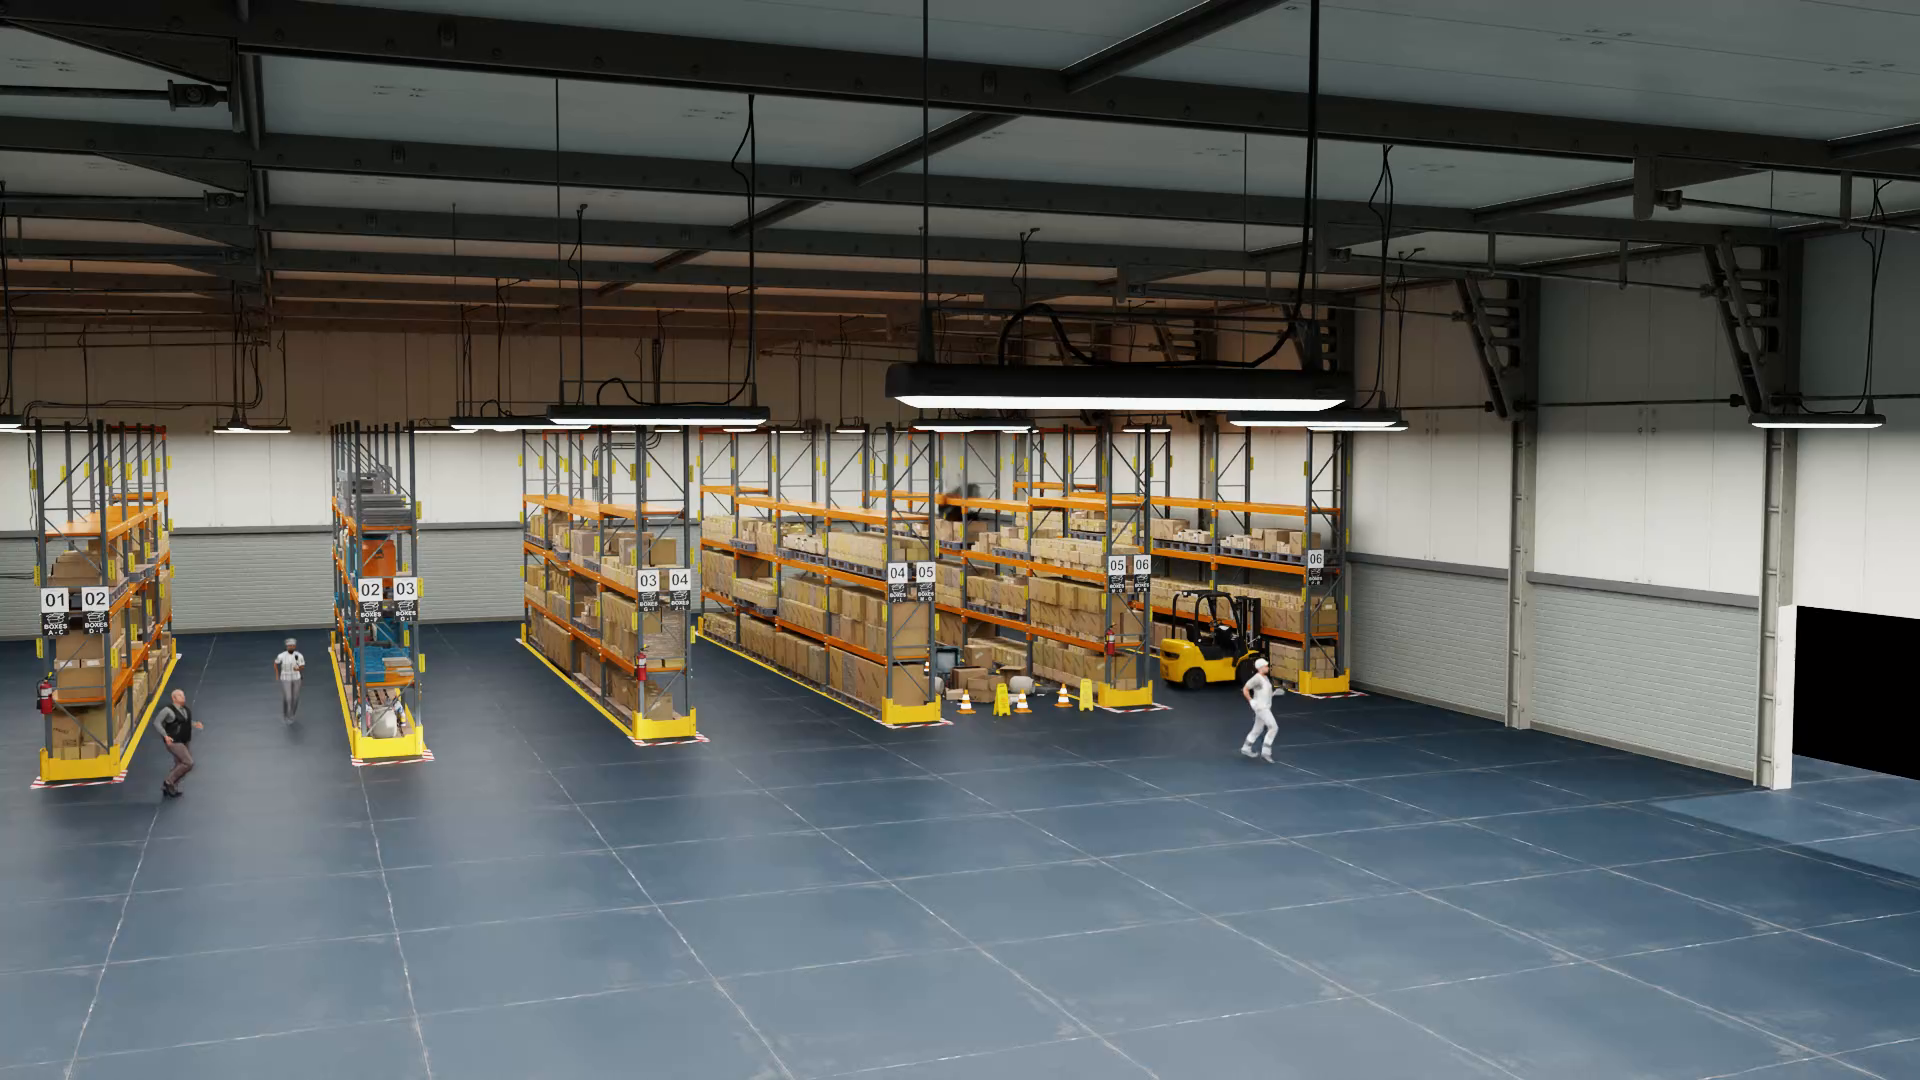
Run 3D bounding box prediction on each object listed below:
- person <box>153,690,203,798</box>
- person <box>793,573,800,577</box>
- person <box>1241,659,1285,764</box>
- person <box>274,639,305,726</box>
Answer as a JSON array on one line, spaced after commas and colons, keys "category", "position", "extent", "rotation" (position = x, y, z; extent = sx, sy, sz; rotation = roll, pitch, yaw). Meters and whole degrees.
[{"category": "person", "position": [-12.359, 3.218, 26.395], "extent": [0.645, 1.694, 0.639], "rotation": [0, 4, 8]}, {"category": "person", "position": [-4.887, 1.807, 50.525], "extent": [0.609, 1.562, 0.555], "rotation": [-1, 4, -14]}, {"category": "person", "position": [5.314, 3.004, 29.219], "extent": [0.762, 1.838, 0.643], "rotation": [1, 4, 20]}, {"category": "person", "position": [-13.294, 2.820, 33.032], "extent": [0.543, 1.741, 0.713], "rotation": [-2, 4, -32]}]
